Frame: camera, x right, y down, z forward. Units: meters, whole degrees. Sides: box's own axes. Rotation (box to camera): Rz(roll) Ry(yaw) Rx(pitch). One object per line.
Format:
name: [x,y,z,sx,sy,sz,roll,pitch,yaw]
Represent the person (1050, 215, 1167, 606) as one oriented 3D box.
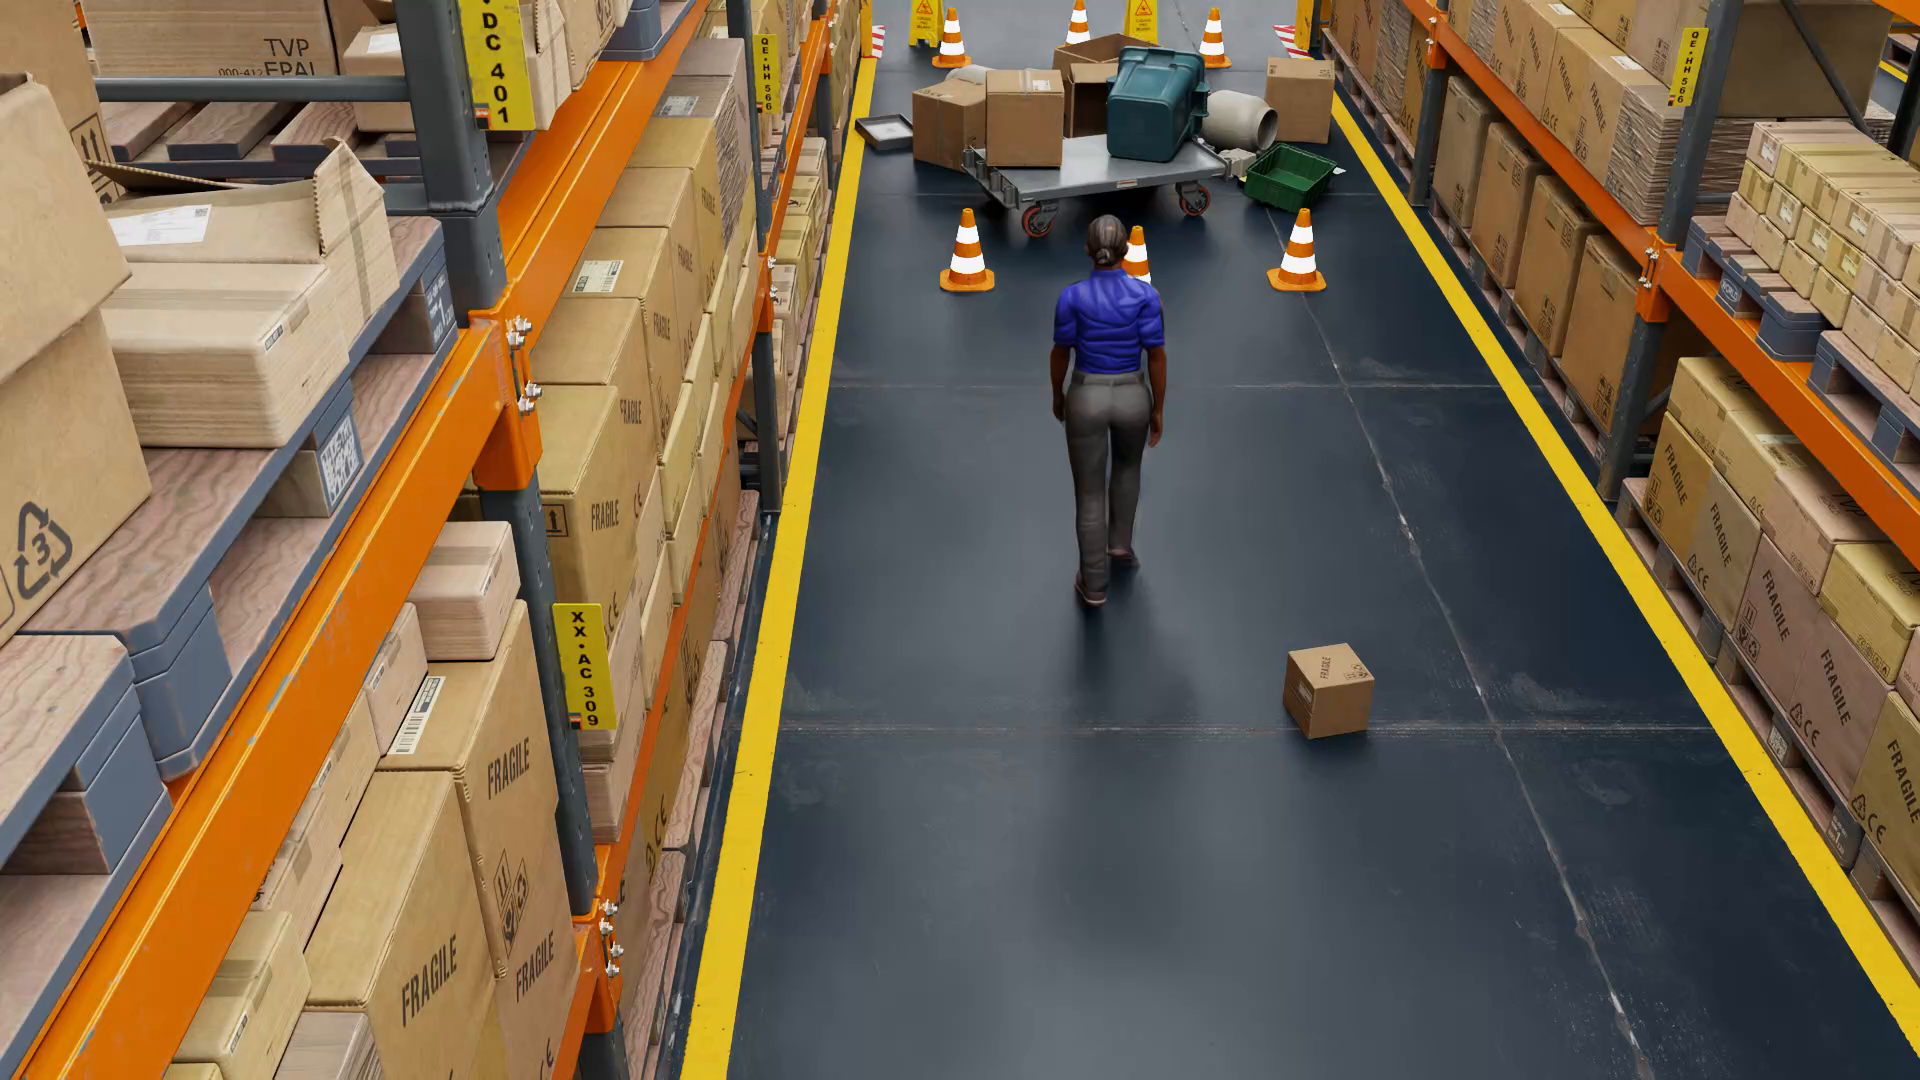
person: [0.619,-0.501,6.995,0.469,1.727,0.605,-2,32,-3]
